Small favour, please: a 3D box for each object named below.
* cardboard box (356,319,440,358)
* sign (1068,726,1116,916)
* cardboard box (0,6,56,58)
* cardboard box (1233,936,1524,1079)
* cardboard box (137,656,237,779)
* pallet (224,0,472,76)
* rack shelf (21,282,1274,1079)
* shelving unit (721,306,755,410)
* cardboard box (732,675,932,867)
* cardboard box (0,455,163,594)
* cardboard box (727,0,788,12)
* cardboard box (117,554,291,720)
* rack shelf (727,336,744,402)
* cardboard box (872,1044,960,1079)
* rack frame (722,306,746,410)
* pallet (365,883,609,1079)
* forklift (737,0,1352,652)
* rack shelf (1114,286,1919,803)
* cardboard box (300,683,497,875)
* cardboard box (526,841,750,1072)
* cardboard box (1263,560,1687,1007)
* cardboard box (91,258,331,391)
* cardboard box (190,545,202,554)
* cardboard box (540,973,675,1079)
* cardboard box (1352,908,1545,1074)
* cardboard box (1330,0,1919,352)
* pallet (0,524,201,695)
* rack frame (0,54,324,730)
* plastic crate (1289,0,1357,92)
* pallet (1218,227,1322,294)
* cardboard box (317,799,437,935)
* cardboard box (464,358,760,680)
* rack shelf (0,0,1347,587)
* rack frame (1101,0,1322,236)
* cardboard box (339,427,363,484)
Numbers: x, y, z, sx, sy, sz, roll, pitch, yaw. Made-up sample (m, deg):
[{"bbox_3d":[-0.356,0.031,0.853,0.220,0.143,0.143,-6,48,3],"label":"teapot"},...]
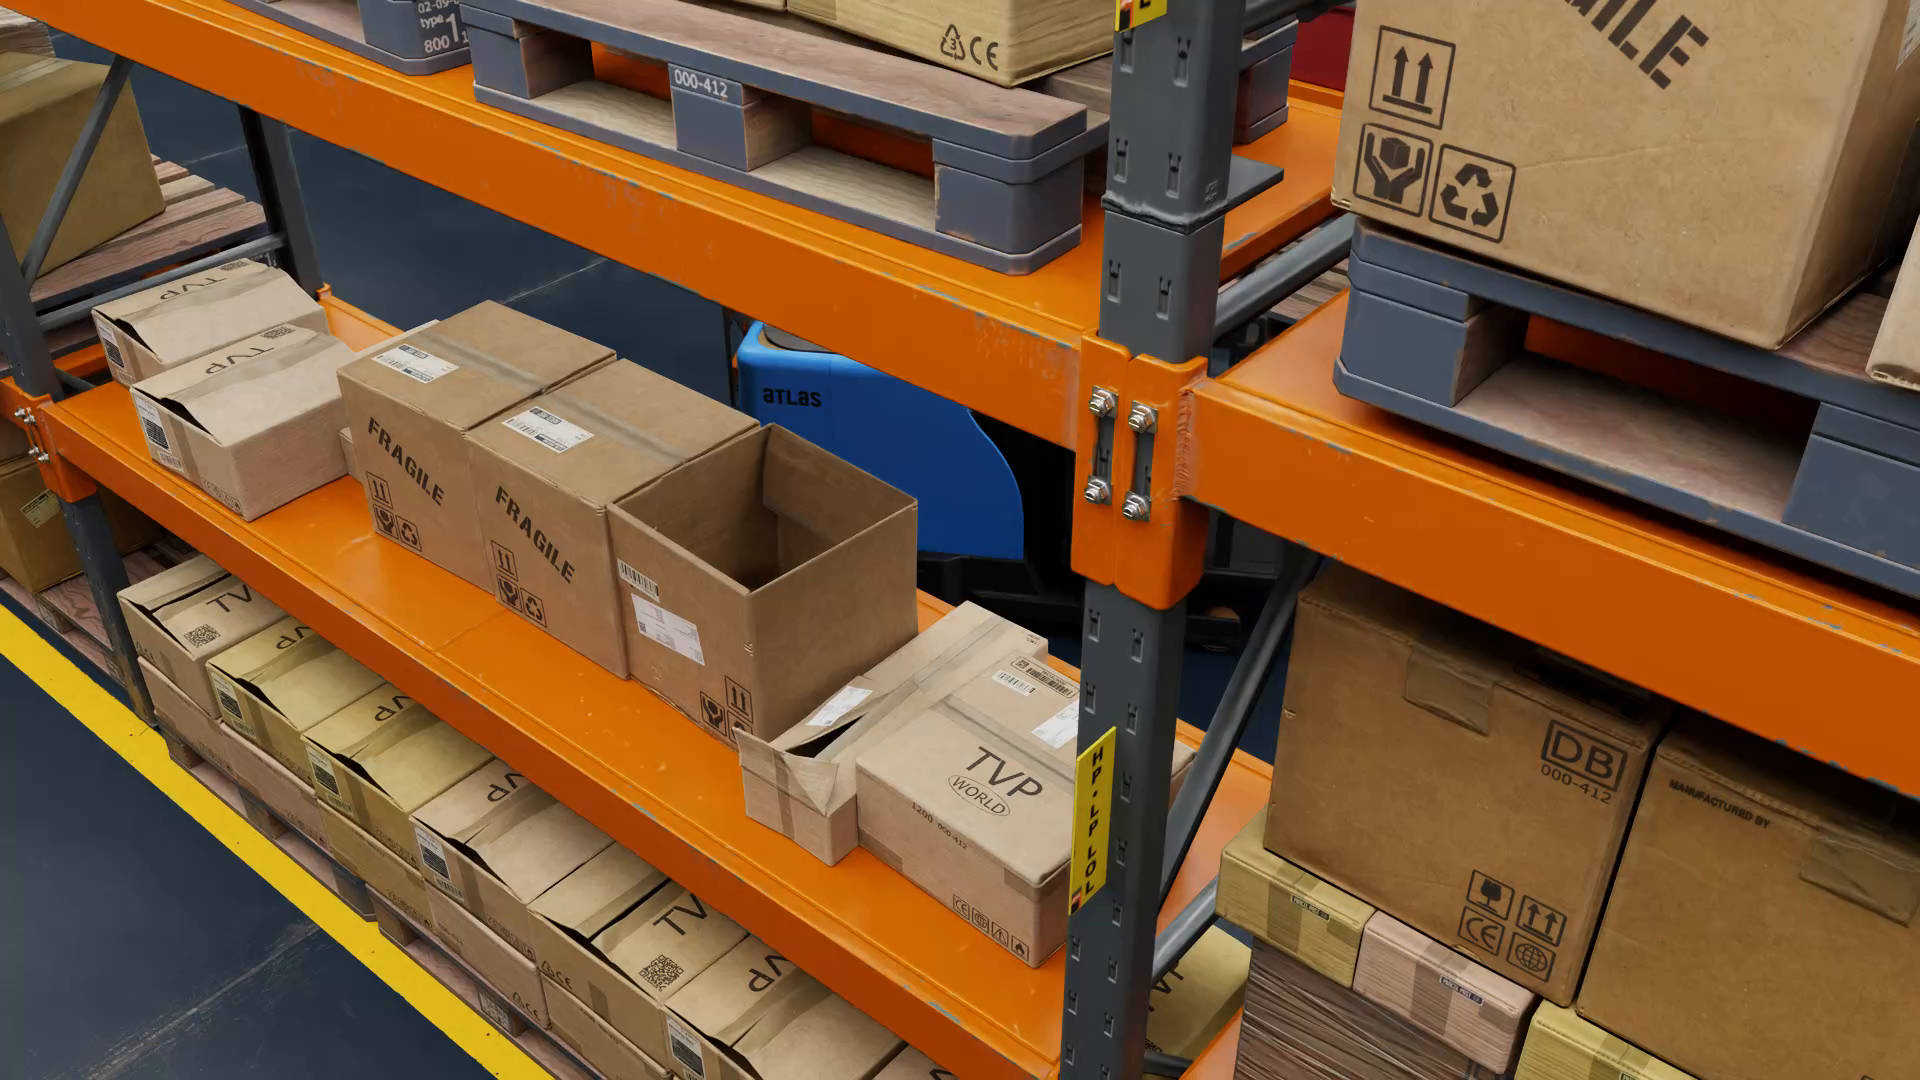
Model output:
[{"bbox_3d":[-1.665,-0.506,5.059,0.250,0.149,0.380,25,42,32],"label":"cardboard box"},{"bbox_3d":[0.202,0.429,2.523,0.005,0.325,0.100,25,42,32],"label":"sign"},{"bbox_3d":[-3.669,-1.623,6.004,0.700,0.500,0.500,-25,42,-31],"label":"cardboard box"},{"bbox_3d":[0.887,0.751,2.919,0.500,0.500,0.700,24,41,31],"label":"cardboard box"},{"bbox_3d":[-2.318,0.463,5.484,0.500,0.250,0.500,25,42,32],"label":"cardboard box"},{"bbox_3d":[-1.093,-1.363,3.602,1.213,0.211,1.003,27,43,34],"label":"pallet"},{"bbox_3d":[-0.996,0.206,4.436,4.000,0.370,1.077,25,42,32],"label":"rack shelf"},{"bbox_3d":[-0.809,-0.666,6.792,0.215,1.050,0.252,5,35,8],"label":"shelving unit"},{"bbox_3d":[-0.252,0.451,3.563,0.258,0.266,0.396,24,41,31],"label":"cardboard box"},{"bbox_3d":[-3.402,-0.202,6.215,0.500,0.500,0.500,27,43,34],"label":"cardboard box"},{"bbox_3d":[-0.350,-1.139,2.871,0.500,0.250,0.500,21,40,28],"label":"cardboard box"},{"bbox_3d":[-2.318,0.232,5.325,0.500,0.311,0.500,27,43,33],"label":"cardboard box"},{"bbox_3d":[-0.809,-0.658,6.798,0.215,0.259,0.240,5,35,8],"label":"rack shelf"},{"bbox_3d":[0.047,1.341,3.710,0.500,0.311,0.500,25,42,32],"label":"cardboard box"},{"bbox_3d":[-0.829,-0.598,6.693,0.200,1.050,0.008,5,35,8],"label":"rack frame"},{"bbox_3d":[-0.992,1.092,4.974,1.213,0.211,1.003,25,42,32],"label":"pallet"},{"bbox_3d":[0.759,-1.121,5.793,3.031,2.935,1.130,5,35,8],"label":"forklift"},{"bbox_3d":[2.079,0.418,1.477,4.000,0.370,1.077,25,42,32],"label":"rack shelf"},{"bbox_3d":[-1.518,0.604,4.783,0.500,0.311,0.500,24,41,31],"label":"cardboard box"},{"bbox_3d":[-0.739,0.974,4.245,0.500,0.311,0.500,25,42,32],"label":"cardboard box"},{"bbox_3d":[0.887,0.216,2.552,0.500,0.500,0.700,25,42,32],"label":"cardboard box"},{"bbox_3d":[-2.281,-0.627,5.093,0.500,0.311,0.500,28,43,35],"label":"cardboard box"},{"bbox_3d":[-2.700,-0.255,6.291,0.500,0.500,0.500,27,43,34],"label":"cardboard box"},{"bbox_3d":[-0.744,1.201,4.409,0.500,0.250,0.500,26,42,33],"label":"cardboard box"},{"bbox_3d":[0.817,0.598,2.569,0.250,0.149,0.380,26,42,32],"label":"cardboard box"},{"bbox_3d":[0.760,-0.577,1.708,0.500,0.500,0.500,29,44,35],"label":"cardboard box"},{"bbox_3d":[-3.082,0.048,6.494,1.213,0.211,1.003,25,42,32],"label":"pallet"},{"bbox_3d":[-2.533,-0.815,5.287,0.127,3.000,1.000,25,42,32],"label":"rack frame"},{"bbox_3d":[1.686,-2.276,7.359,0.583,0.464,0.402,25,42,32],"label":"plastic crate"},{"bbox_3d":[1.210,-1.522,8.779,1.213,0.211,1.003,25,42,32],"label":"pallet"},{"bbox_3d":[-1.528,0.830,4.949,0.500,0.250,0.500,24,41,31],"label":"cardboard box"},{"bbox_3d":[-0.828,-0.065,4.106,0.500,0.500,0.500,25,42,32],"label":"cardboard box"},{"bbox_3d":[-0.996,-1.030,3.587,4.000,0.370,1.077,25,42,32],"label":"rack shelf"},{"bbox_3d":[0.541,-1.839,1.479,0.127,3.000,1.000,25,42,32],"label":"rack frame"},{"bbox_3d":[-1.517,-0.274,4.721,0.250,0.149,0.380,29,44,35],"label":"cardboard box"}]
